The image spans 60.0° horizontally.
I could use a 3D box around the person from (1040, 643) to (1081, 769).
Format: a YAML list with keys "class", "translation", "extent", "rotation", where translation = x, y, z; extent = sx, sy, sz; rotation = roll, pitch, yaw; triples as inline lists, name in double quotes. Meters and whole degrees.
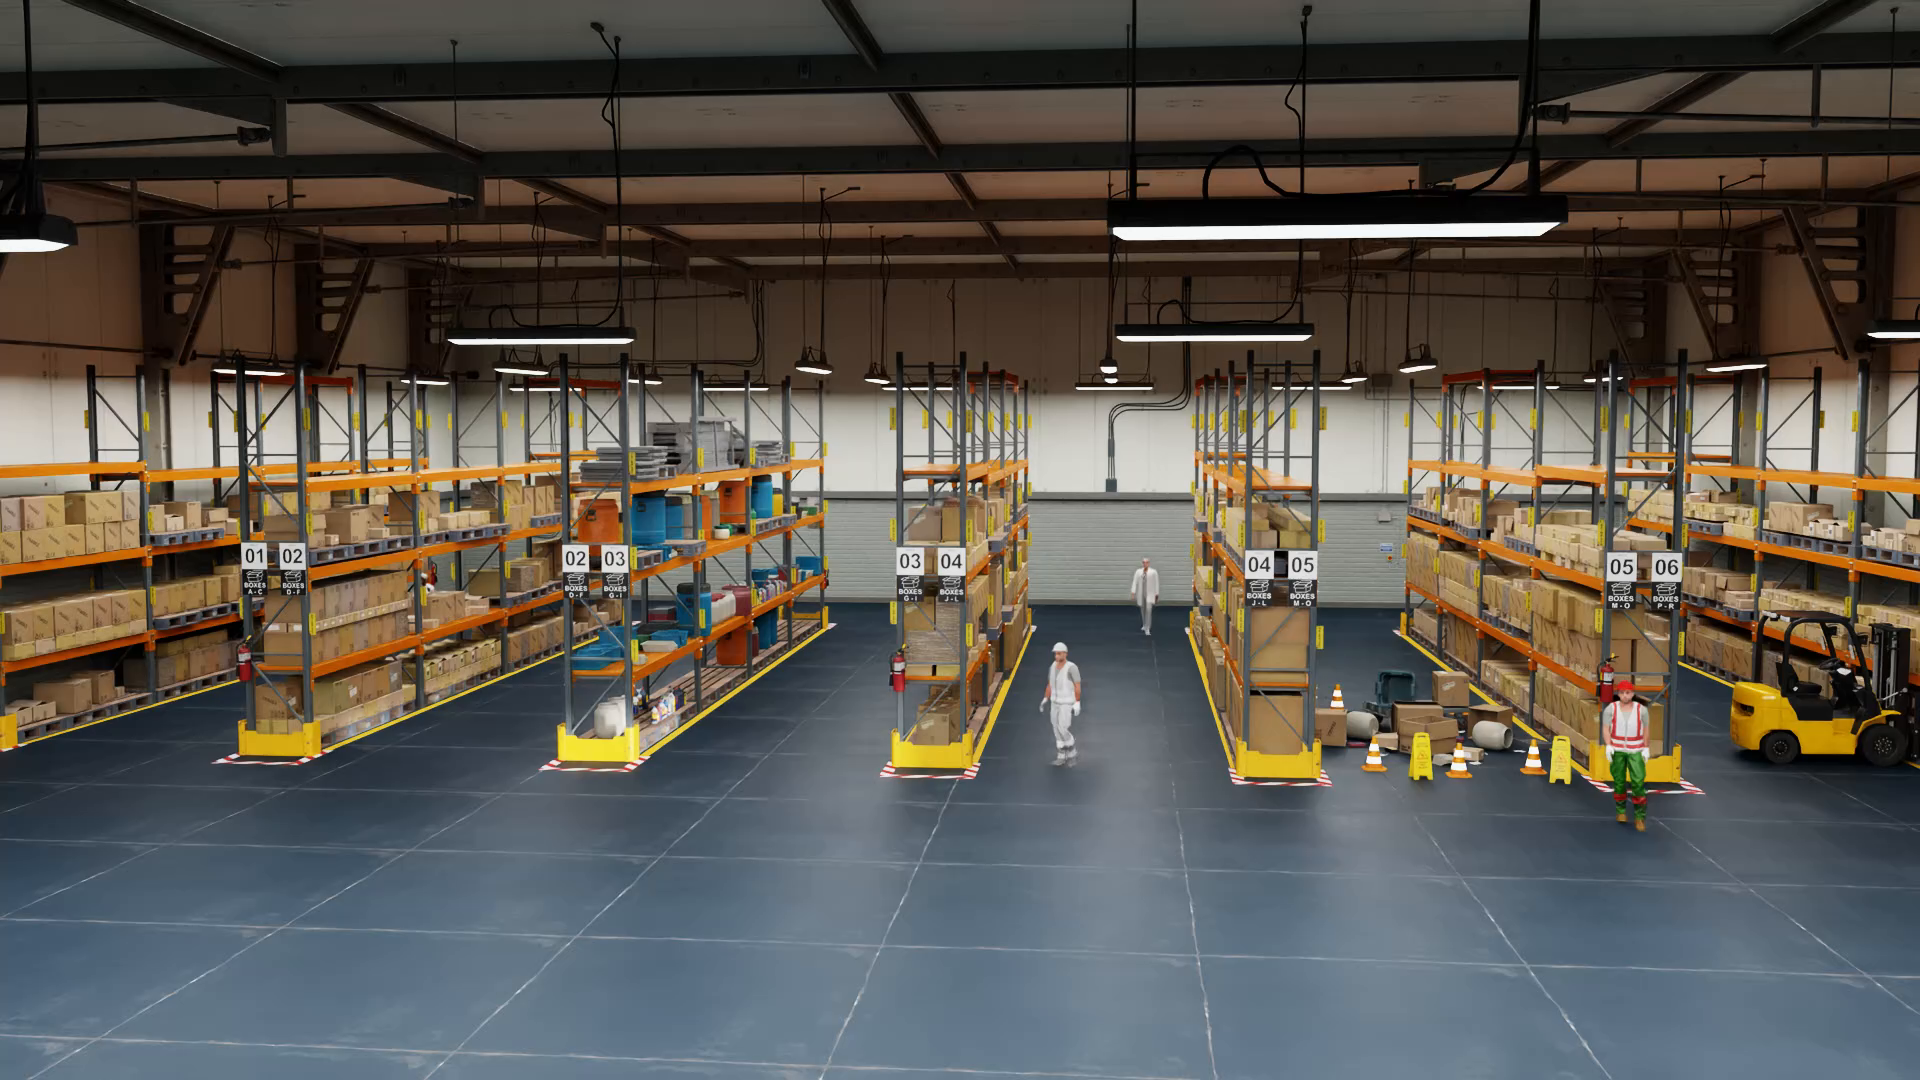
- class: "person"
  translation: [1.455, 2.397, 24.103]
  extent: [0.455, 1.817, 0.543]
  rotation: [-3, 5, -40]

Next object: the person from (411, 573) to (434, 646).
- class: "person"
  translation: [-11.949, 1.546, 36.989]
  extent: [0.486, 1.607, 0.980]
  rotation: [0, 4, 2]

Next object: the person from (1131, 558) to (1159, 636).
- class: "person"
  translation: [4.376, 1.333, 39.396]
  extent: [0.598, 1.808, 0.904]
  rotation: [2, 4, 23]

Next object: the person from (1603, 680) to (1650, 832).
- class: "person"
  translation: [8.252, 2.662, 20.606]
  extent: [0.556, 1.847, 0.553]
  rotation: [2, 5, 27]
